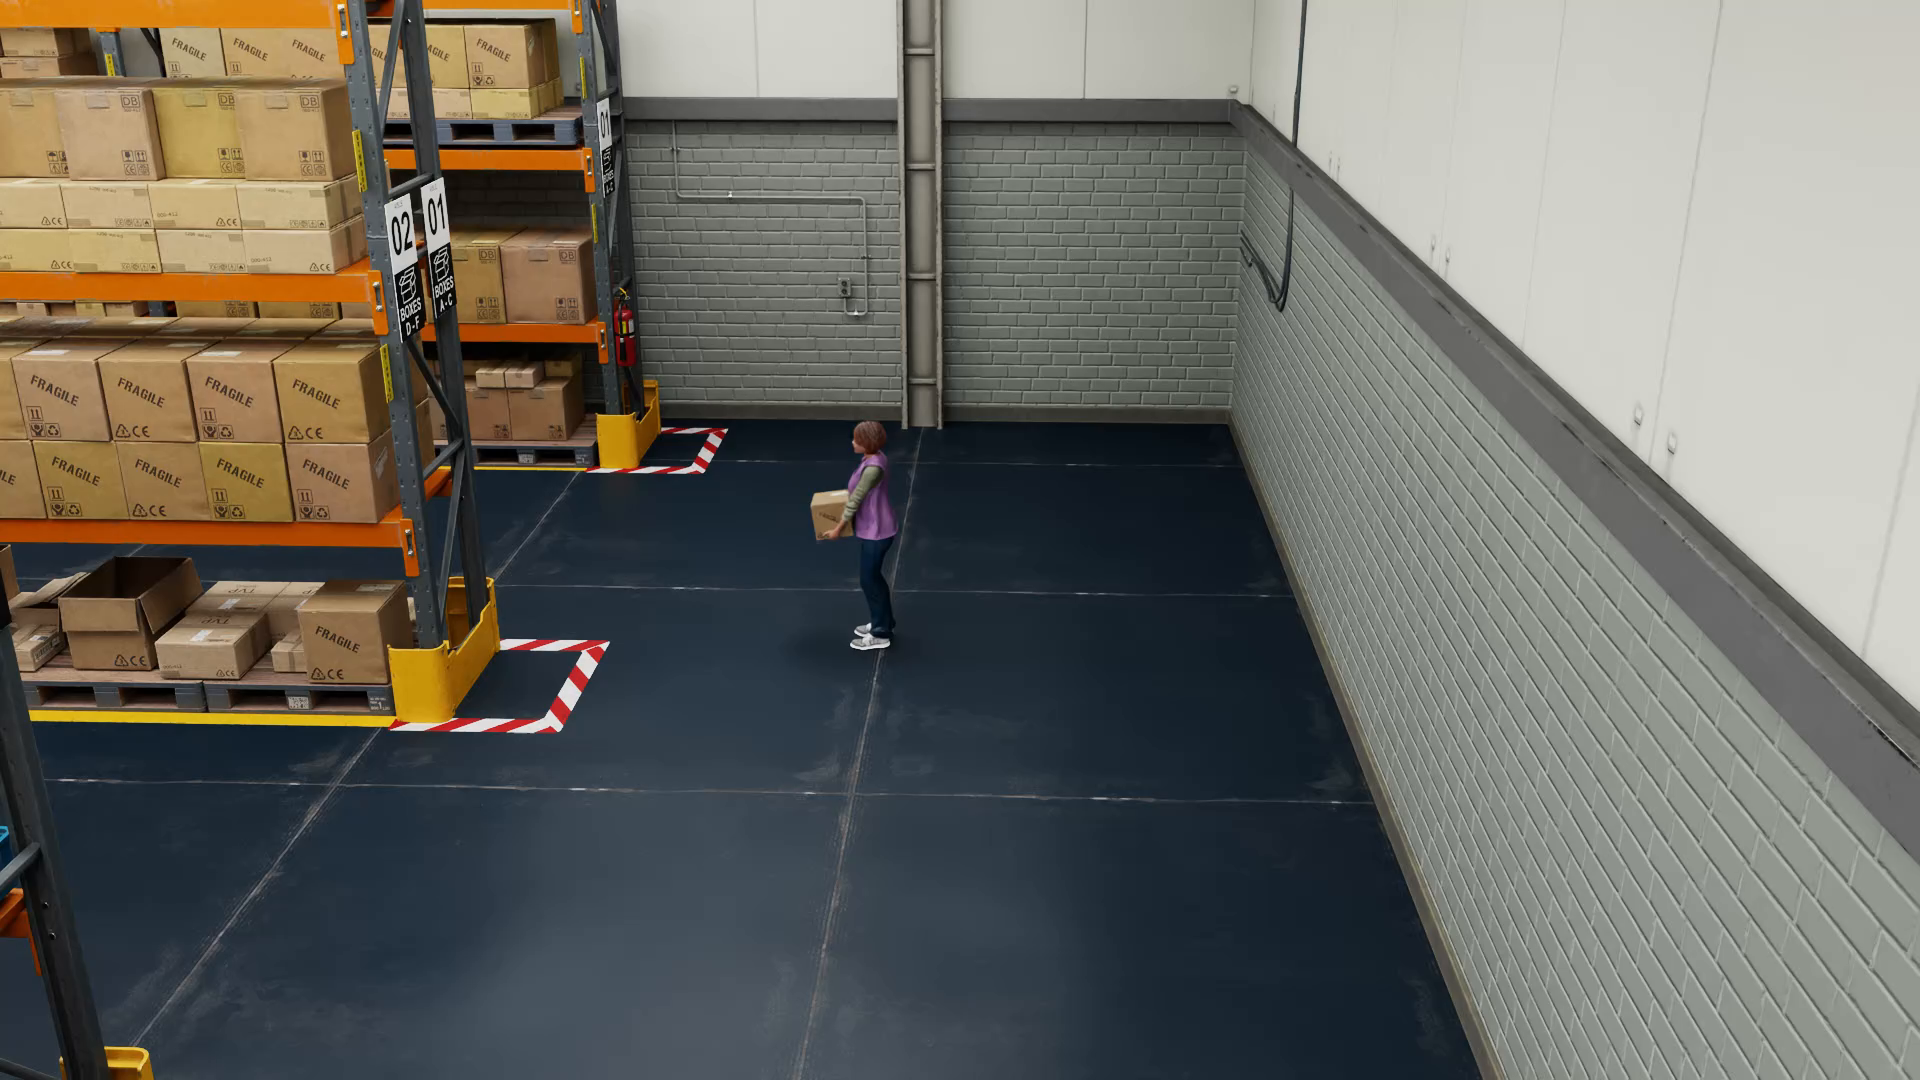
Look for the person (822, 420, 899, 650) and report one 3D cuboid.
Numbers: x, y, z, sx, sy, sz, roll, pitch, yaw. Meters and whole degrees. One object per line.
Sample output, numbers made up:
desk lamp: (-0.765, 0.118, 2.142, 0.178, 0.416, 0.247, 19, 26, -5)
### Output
person: (-0.665, -0.040, 11.206, 0.504, 1.599, 0.375, 0, 21, 1)
